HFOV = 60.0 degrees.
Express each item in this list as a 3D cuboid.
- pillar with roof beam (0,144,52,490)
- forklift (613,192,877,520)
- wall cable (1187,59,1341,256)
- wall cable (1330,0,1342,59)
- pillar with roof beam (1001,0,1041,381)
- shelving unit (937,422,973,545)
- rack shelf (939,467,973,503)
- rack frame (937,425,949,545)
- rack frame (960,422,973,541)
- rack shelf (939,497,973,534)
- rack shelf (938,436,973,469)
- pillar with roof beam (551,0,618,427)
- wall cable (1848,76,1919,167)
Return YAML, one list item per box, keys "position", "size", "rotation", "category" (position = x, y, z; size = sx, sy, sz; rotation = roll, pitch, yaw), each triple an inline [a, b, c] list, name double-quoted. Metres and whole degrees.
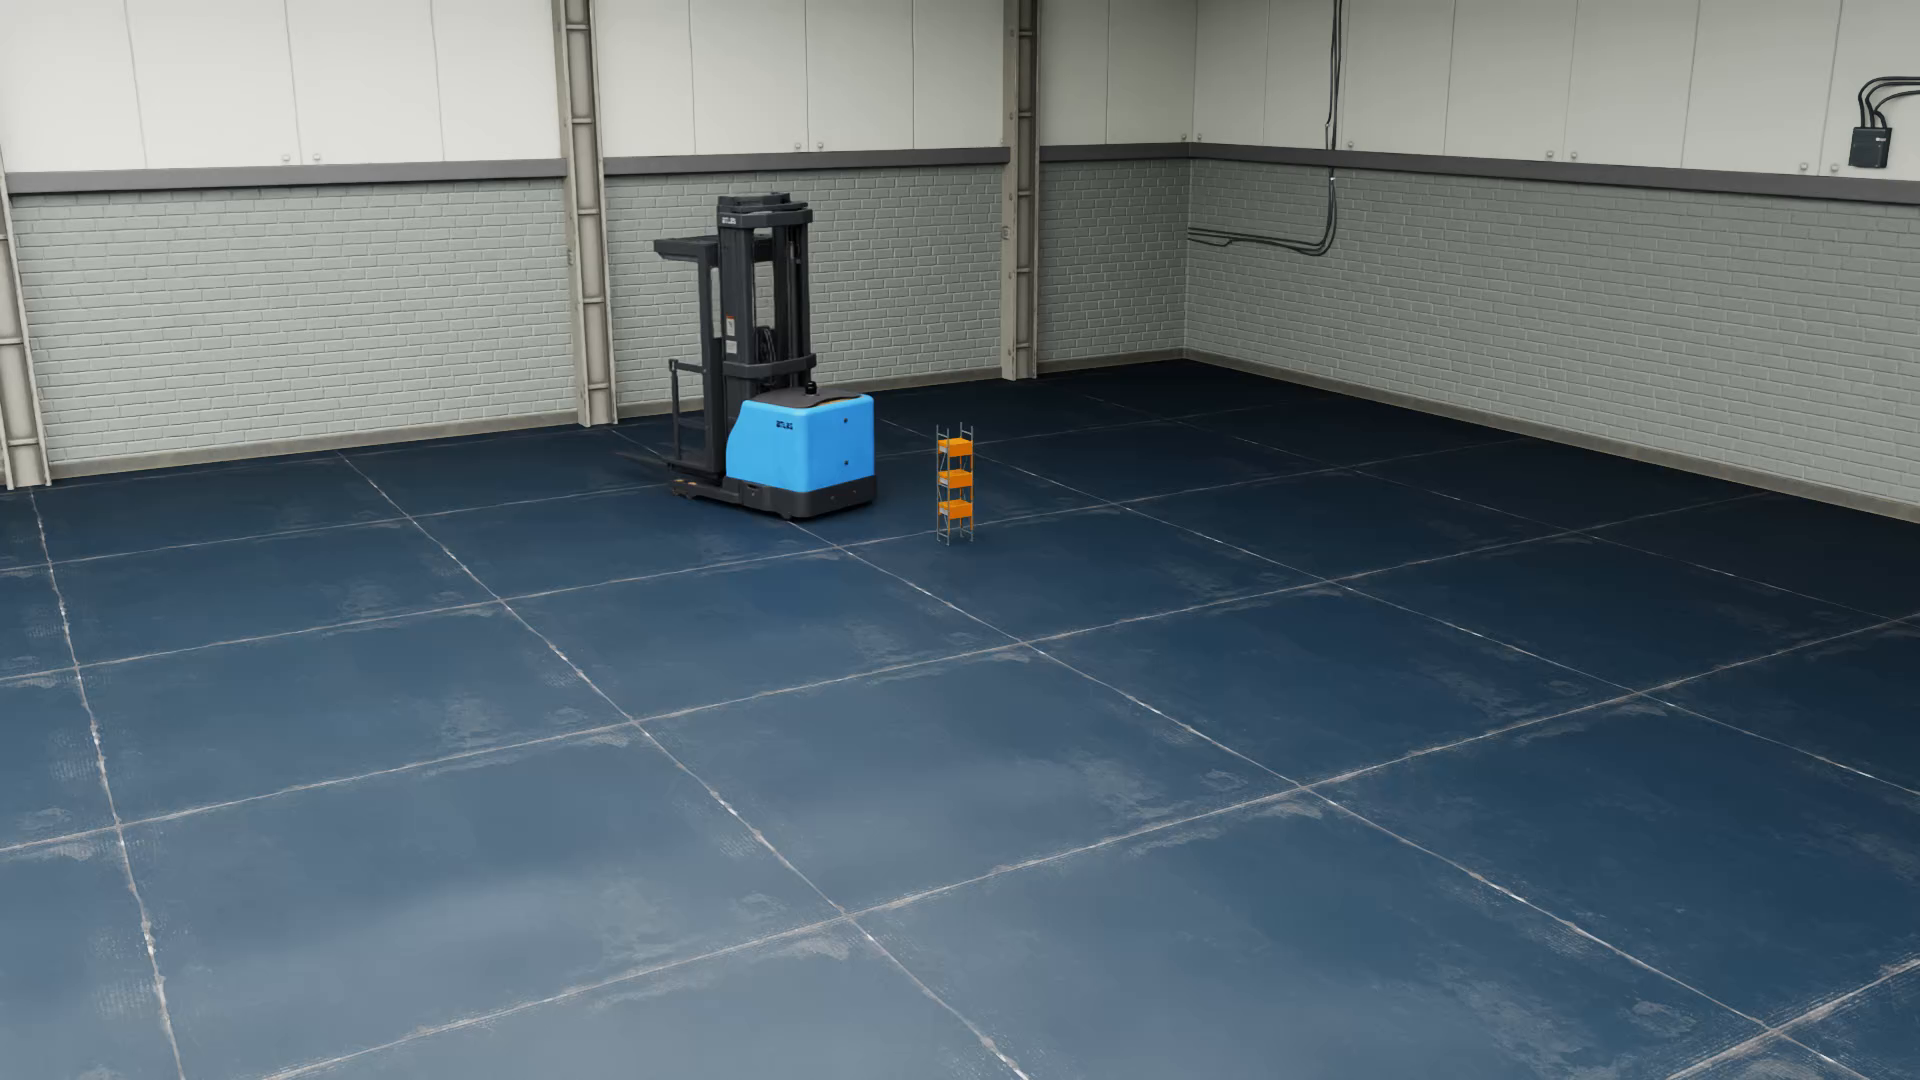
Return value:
- position: [-7.261, -3.903, 12.163]
  size: [0.400, 9.000, 9.100]
  rotation: [-9, 18, -30]
  category: "pillar with roof beam"
- position: [-2.254, -1.910, 16.292]
  size: [3.031, 2.935, 1.130]
  rotation: [13, 20, 39]
  category: "forklift"
- position: [4.014, -5.176, 22.455]
  size: [0.112, 2.526, 3.097]
  rotation: [-9, 18, -30]
  category: "wall cable"
- position: [5.408, -6.982, 19.541]
  size: [0.112, 2.526, 3.097]
  rotation: [-9, 18, -30]
  category: "wall cable"
- position: [3.025, -5.572, 18.114]
  size: [0.400, 9.000, 9.100]
  rotation: [-9, 18, -30]
  category: "pillar with roof beam"
- position: [-0.046, -0.498, 14.742]
  size: [0.252, 1.050, 0.215]
  rotation: [-9, 18, -30]
  category: "shelving unit"
- position: [-0.046, -0.488, 14.744]
  size: [0.240, 0.259, 0.215]
  rotation: [-9, 18, -30]
  category: "rack shelf"
- position: [-0.150, -0.481, 14.681]
  size: [0.008, 1.050, 0.200]
  rotation: [-9, 18, -30]
  category: "rack frame"
- position: [0.059, -0.515, 14.802]
  size: [0.008, 1.050, 0.200]
  rotation: [-9, 18, -30]
  category: "rack frame"
- position: [-0.046, -0.220, 14.819]
  size: [0.240, 0.259, 0.215]
  rotation: [-9, 18, -30]
  category: "rack shelf"
- position: [-0.046, -0.761, 14.668]
  size: [0.240, 0.259, 0.215]
  rotation: [-9, 18, -30]
  category: "rack shelf"
- position: [-2.118, -4.737, 15.138]
  size: [0.400, 9.000, 9.100]
  rotation: [-9, 18, -30]
  category: "pillar with roof beam"
- position: [8.890, -6.110, 13.734]
  size: [0.169, 6.003, 2.305]
  rotation: [-9, 18, -30]
  category: "wall cable"
